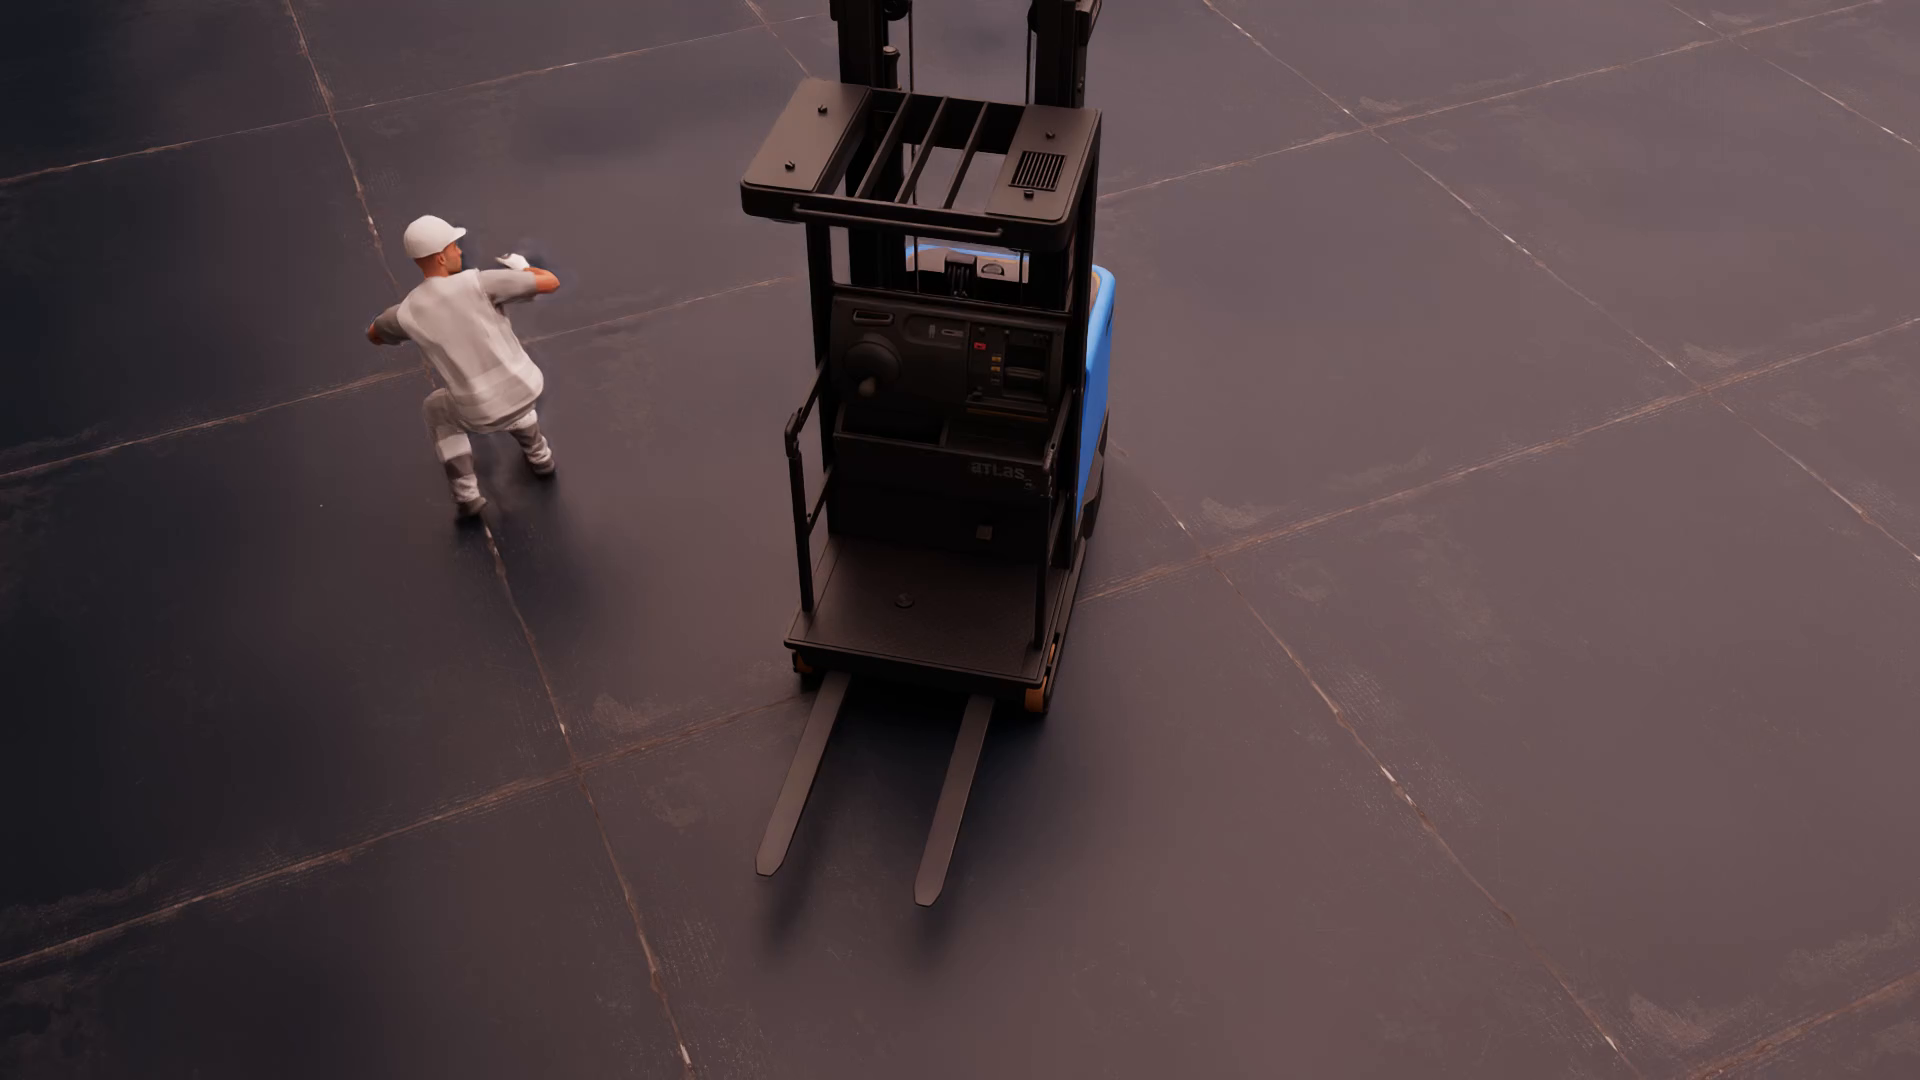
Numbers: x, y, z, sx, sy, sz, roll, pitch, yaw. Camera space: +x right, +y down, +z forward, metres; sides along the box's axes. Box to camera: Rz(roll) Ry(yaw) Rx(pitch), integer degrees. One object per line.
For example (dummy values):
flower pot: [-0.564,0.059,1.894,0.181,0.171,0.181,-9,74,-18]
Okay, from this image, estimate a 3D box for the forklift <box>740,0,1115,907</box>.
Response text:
forklift: [-0.100,-0.627,6.352,1.130,2.935,3.031,9,44,9]

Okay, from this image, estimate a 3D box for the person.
person: [-2.247,-0.858,7.668,0.804,1.497,0.938,-22,47,-22]
